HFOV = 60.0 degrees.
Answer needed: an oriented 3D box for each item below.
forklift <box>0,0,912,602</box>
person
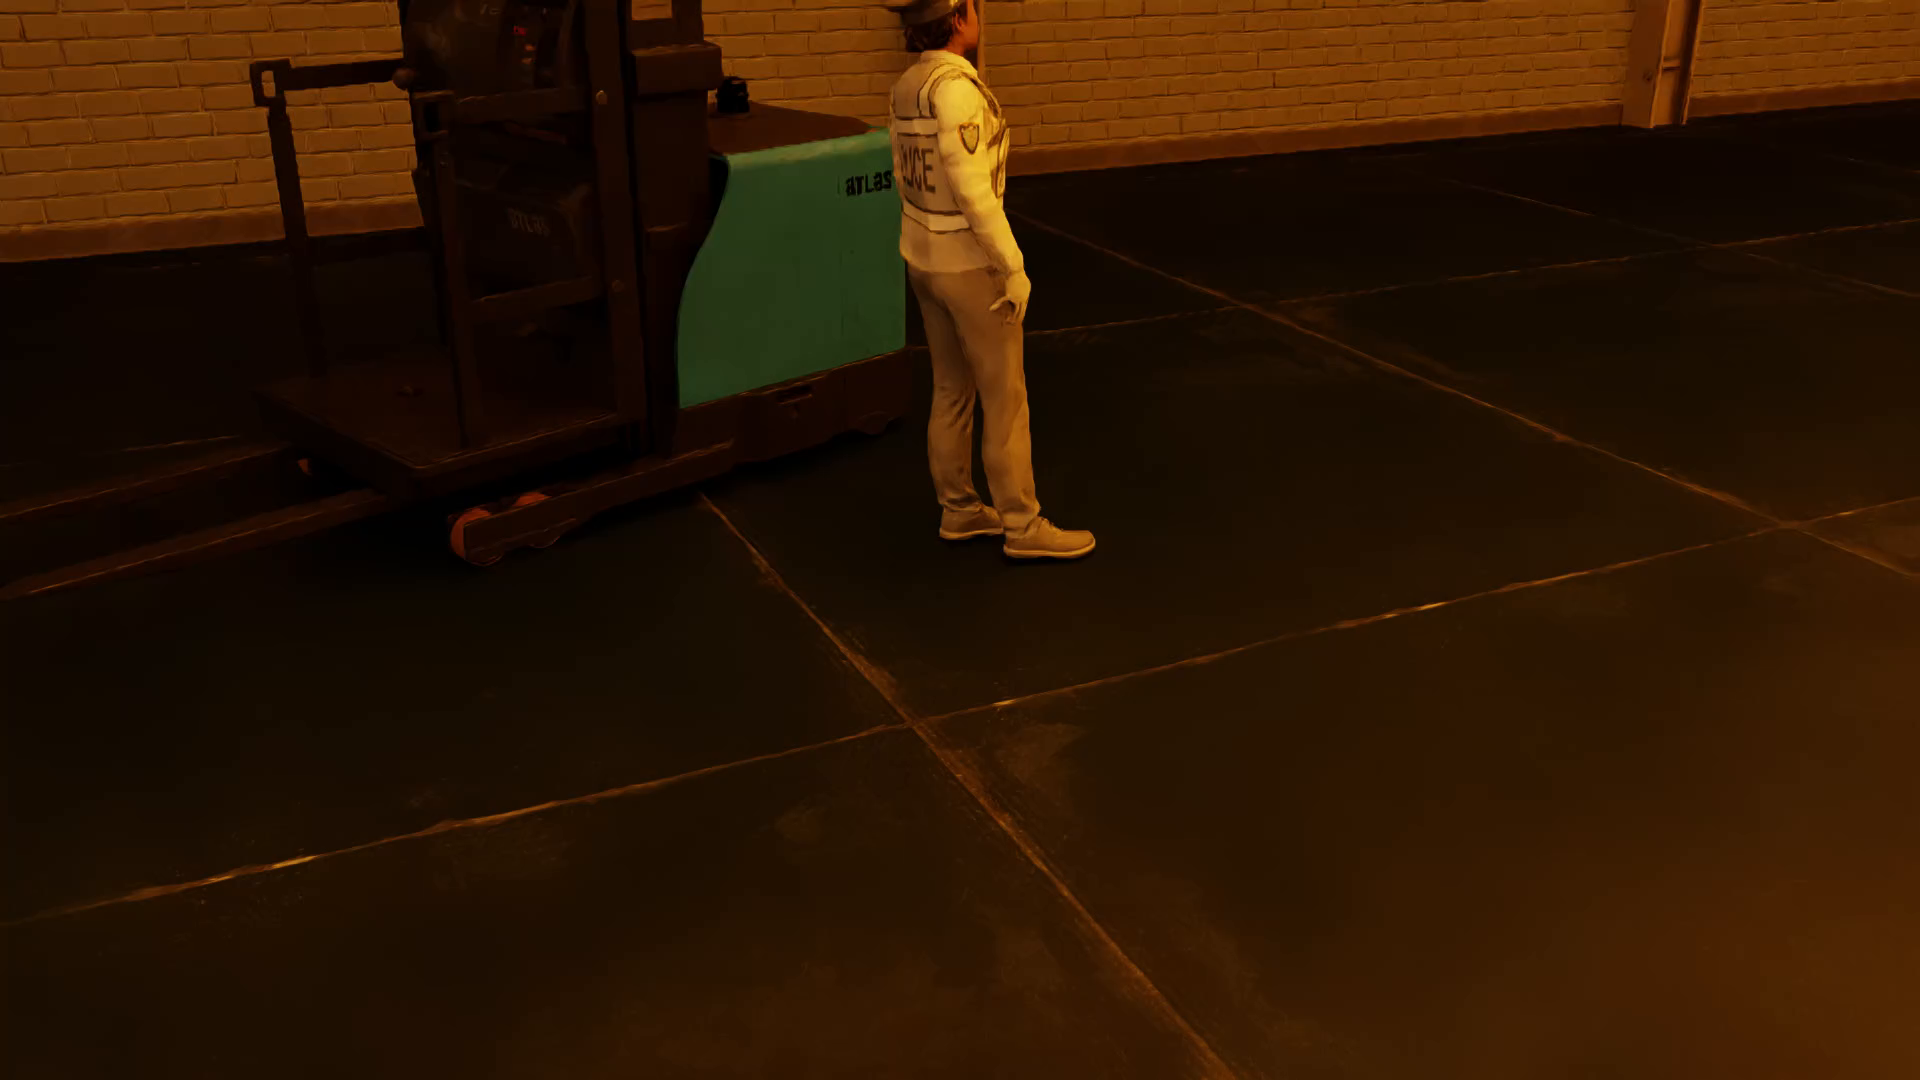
[{"bbox_3d":[-1.573,-1.499,4.894,1.130,2.935,3.031,21,30,41],"label":"forklift"},{"bbox_3d":[0.064,-0.798,4.799,0.533,1.695,0.586,-10,25,-23],"label":"person"}]
